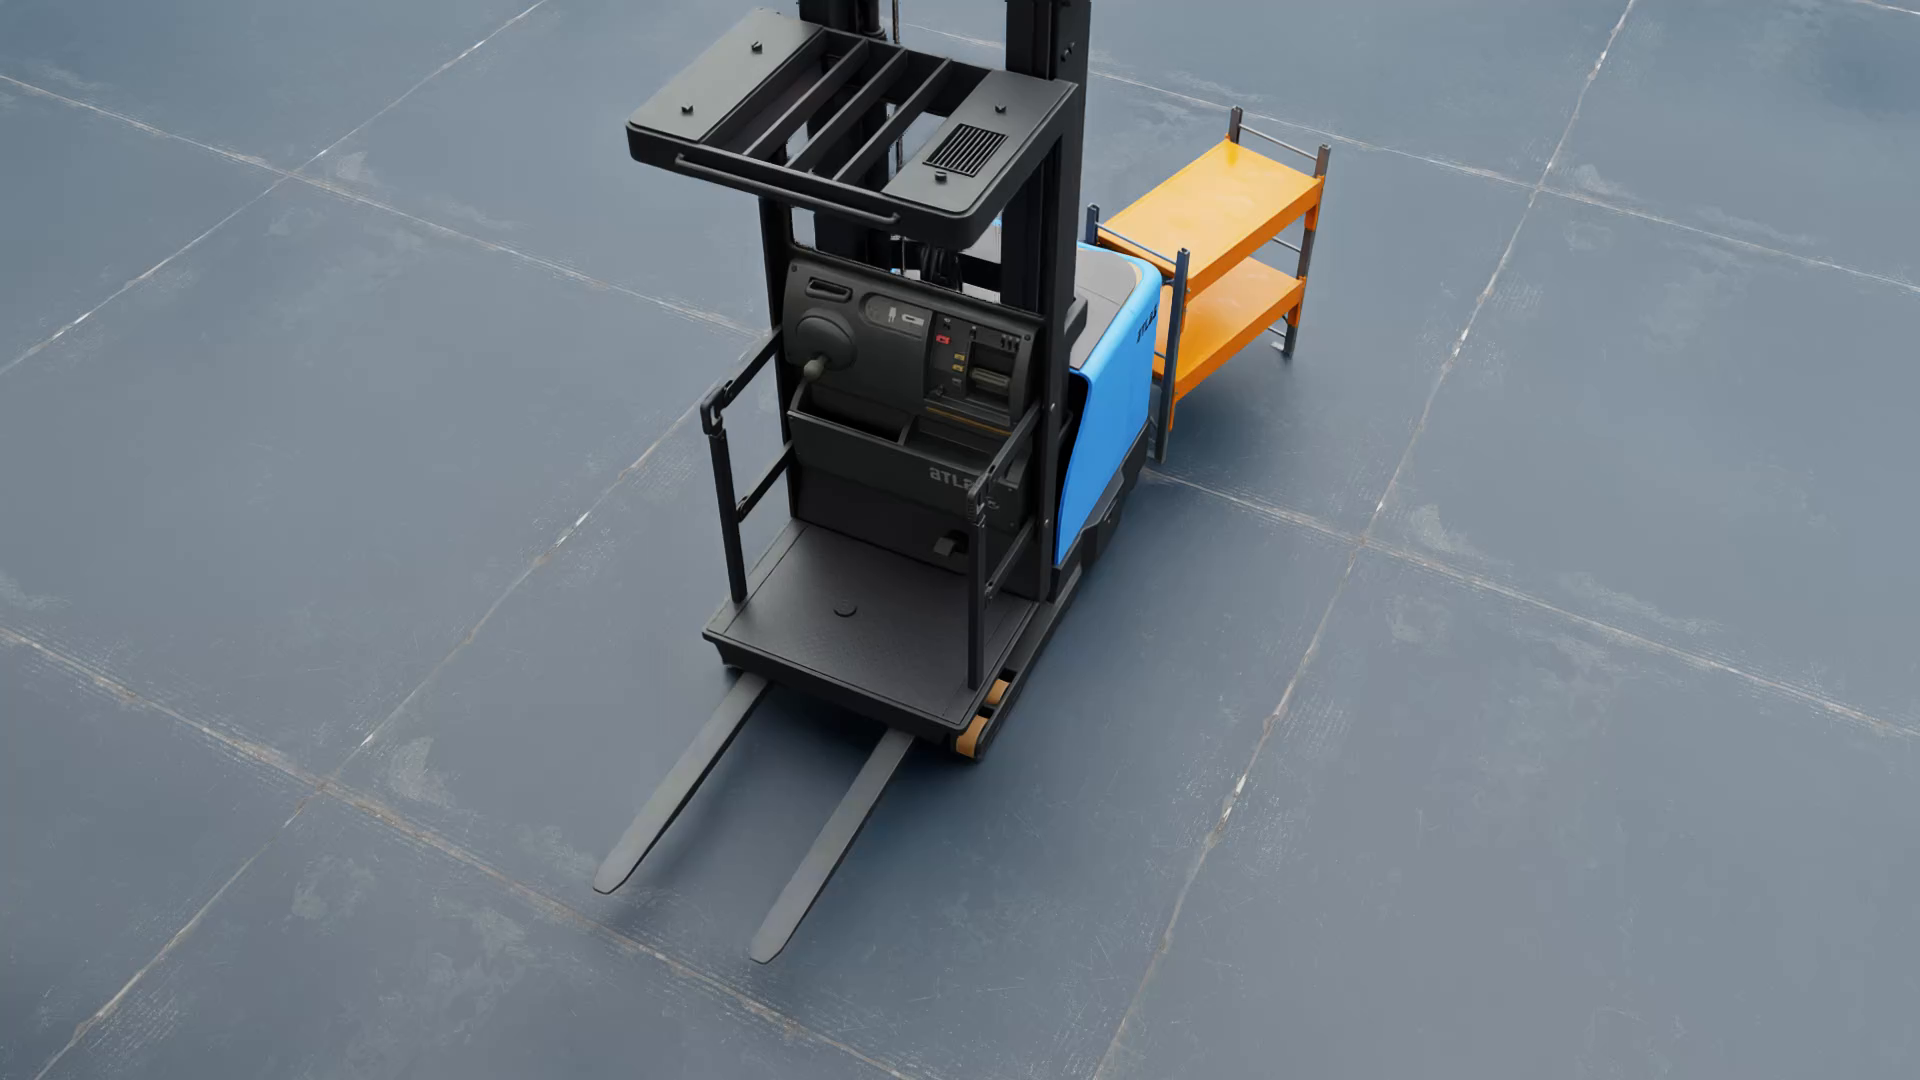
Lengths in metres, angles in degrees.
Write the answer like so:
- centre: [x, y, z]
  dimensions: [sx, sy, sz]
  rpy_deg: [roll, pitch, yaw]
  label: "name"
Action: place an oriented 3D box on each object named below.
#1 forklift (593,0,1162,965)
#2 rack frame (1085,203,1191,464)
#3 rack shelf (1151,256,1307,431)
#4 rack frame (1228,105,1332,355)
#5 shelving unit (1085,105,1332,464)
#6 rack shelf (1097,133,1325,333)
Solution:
- centre: [-0.275, -0.577, 5.539]
  dimensions: [1.130, 2.935, 3.031]
  rpy_deg: [19, 48, 18]
  label: "forklift"
- centre: [0.717, -0.860, 7.089]
  dimensions: [0.500, 1.125, 0.032]
  rpy_deg: [32, 54, 28]
  label: "rack frame"
- centre: [1.055, -0.958, 7.529]
  dimensions: [0.538, 0.278, 1.000]
  rpy_deg: [32, 54, 28]
  label: "rack shelf"
- centre: [1.394, -1.399, 7.622]
  dimensions: [0.500, 1.125, 0.032]
  rpy_deg: [32, 54, 28]
  label: "rack frame"
- centre: [1.055, -1.130, 7.356]
  dimensions: [0.538, 1.125, 1.048]
  rpy_deg: [32, 54, 28]
  label: "shelving unit"
- centre: [1.055, -1.335, 7.147]
  dimensions: [0.538, 0.278, 1.000]
  rpy_deg: [32, 54, 28]
  label: "rack shelf"
